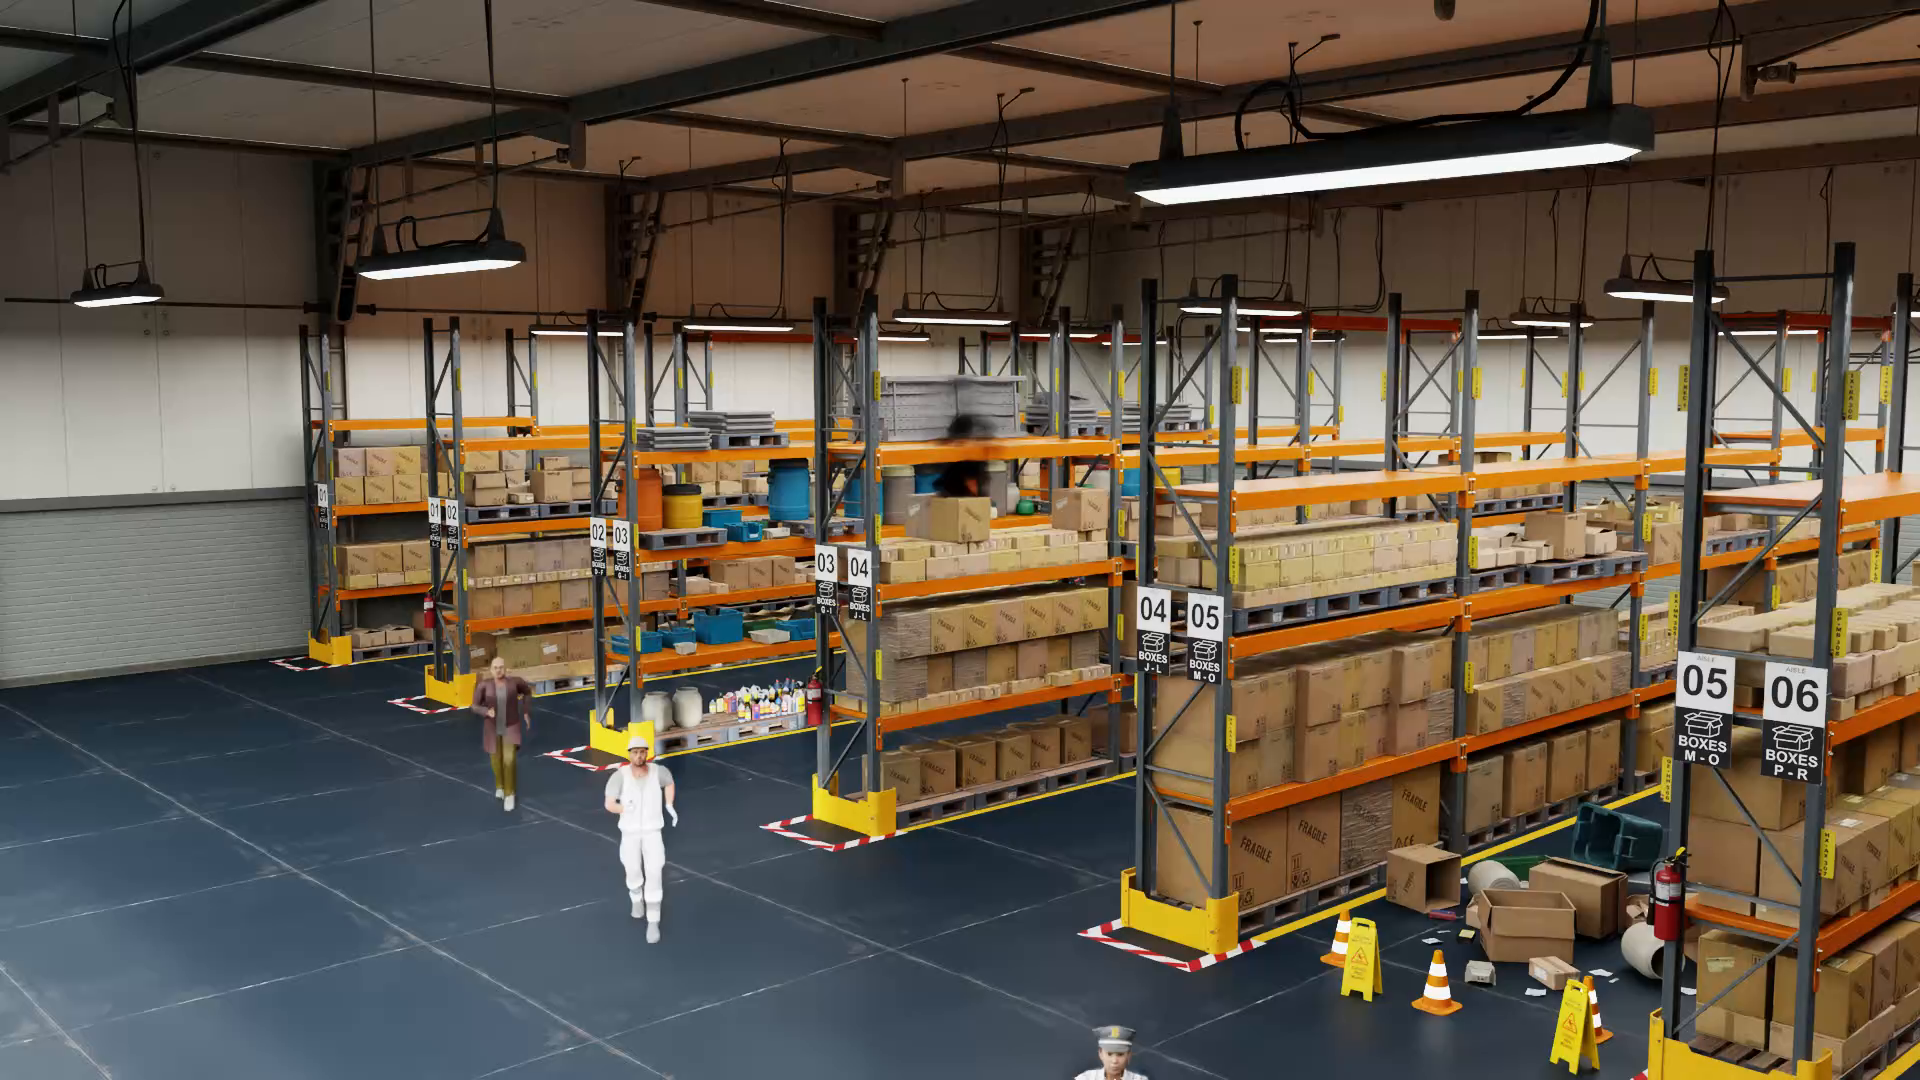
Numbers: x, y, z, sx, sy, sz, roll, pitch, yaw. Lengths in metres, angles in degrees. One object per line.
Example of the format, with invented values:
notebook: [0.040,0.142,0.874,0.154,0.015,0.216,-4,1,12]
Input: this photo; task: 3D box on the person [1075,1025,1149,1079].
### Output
person: [0.827,3.425,9.016,0.626,1.665,0.790,1,6,6]

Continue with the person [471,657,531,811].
person: [-5.443,2.297,19.749,0.667,1.835,0.907,-1,6,-10]

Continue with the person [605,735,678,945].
person: [-2.938,2.709,15.363,0.653,1.835,0.862,-1,6,-10]
